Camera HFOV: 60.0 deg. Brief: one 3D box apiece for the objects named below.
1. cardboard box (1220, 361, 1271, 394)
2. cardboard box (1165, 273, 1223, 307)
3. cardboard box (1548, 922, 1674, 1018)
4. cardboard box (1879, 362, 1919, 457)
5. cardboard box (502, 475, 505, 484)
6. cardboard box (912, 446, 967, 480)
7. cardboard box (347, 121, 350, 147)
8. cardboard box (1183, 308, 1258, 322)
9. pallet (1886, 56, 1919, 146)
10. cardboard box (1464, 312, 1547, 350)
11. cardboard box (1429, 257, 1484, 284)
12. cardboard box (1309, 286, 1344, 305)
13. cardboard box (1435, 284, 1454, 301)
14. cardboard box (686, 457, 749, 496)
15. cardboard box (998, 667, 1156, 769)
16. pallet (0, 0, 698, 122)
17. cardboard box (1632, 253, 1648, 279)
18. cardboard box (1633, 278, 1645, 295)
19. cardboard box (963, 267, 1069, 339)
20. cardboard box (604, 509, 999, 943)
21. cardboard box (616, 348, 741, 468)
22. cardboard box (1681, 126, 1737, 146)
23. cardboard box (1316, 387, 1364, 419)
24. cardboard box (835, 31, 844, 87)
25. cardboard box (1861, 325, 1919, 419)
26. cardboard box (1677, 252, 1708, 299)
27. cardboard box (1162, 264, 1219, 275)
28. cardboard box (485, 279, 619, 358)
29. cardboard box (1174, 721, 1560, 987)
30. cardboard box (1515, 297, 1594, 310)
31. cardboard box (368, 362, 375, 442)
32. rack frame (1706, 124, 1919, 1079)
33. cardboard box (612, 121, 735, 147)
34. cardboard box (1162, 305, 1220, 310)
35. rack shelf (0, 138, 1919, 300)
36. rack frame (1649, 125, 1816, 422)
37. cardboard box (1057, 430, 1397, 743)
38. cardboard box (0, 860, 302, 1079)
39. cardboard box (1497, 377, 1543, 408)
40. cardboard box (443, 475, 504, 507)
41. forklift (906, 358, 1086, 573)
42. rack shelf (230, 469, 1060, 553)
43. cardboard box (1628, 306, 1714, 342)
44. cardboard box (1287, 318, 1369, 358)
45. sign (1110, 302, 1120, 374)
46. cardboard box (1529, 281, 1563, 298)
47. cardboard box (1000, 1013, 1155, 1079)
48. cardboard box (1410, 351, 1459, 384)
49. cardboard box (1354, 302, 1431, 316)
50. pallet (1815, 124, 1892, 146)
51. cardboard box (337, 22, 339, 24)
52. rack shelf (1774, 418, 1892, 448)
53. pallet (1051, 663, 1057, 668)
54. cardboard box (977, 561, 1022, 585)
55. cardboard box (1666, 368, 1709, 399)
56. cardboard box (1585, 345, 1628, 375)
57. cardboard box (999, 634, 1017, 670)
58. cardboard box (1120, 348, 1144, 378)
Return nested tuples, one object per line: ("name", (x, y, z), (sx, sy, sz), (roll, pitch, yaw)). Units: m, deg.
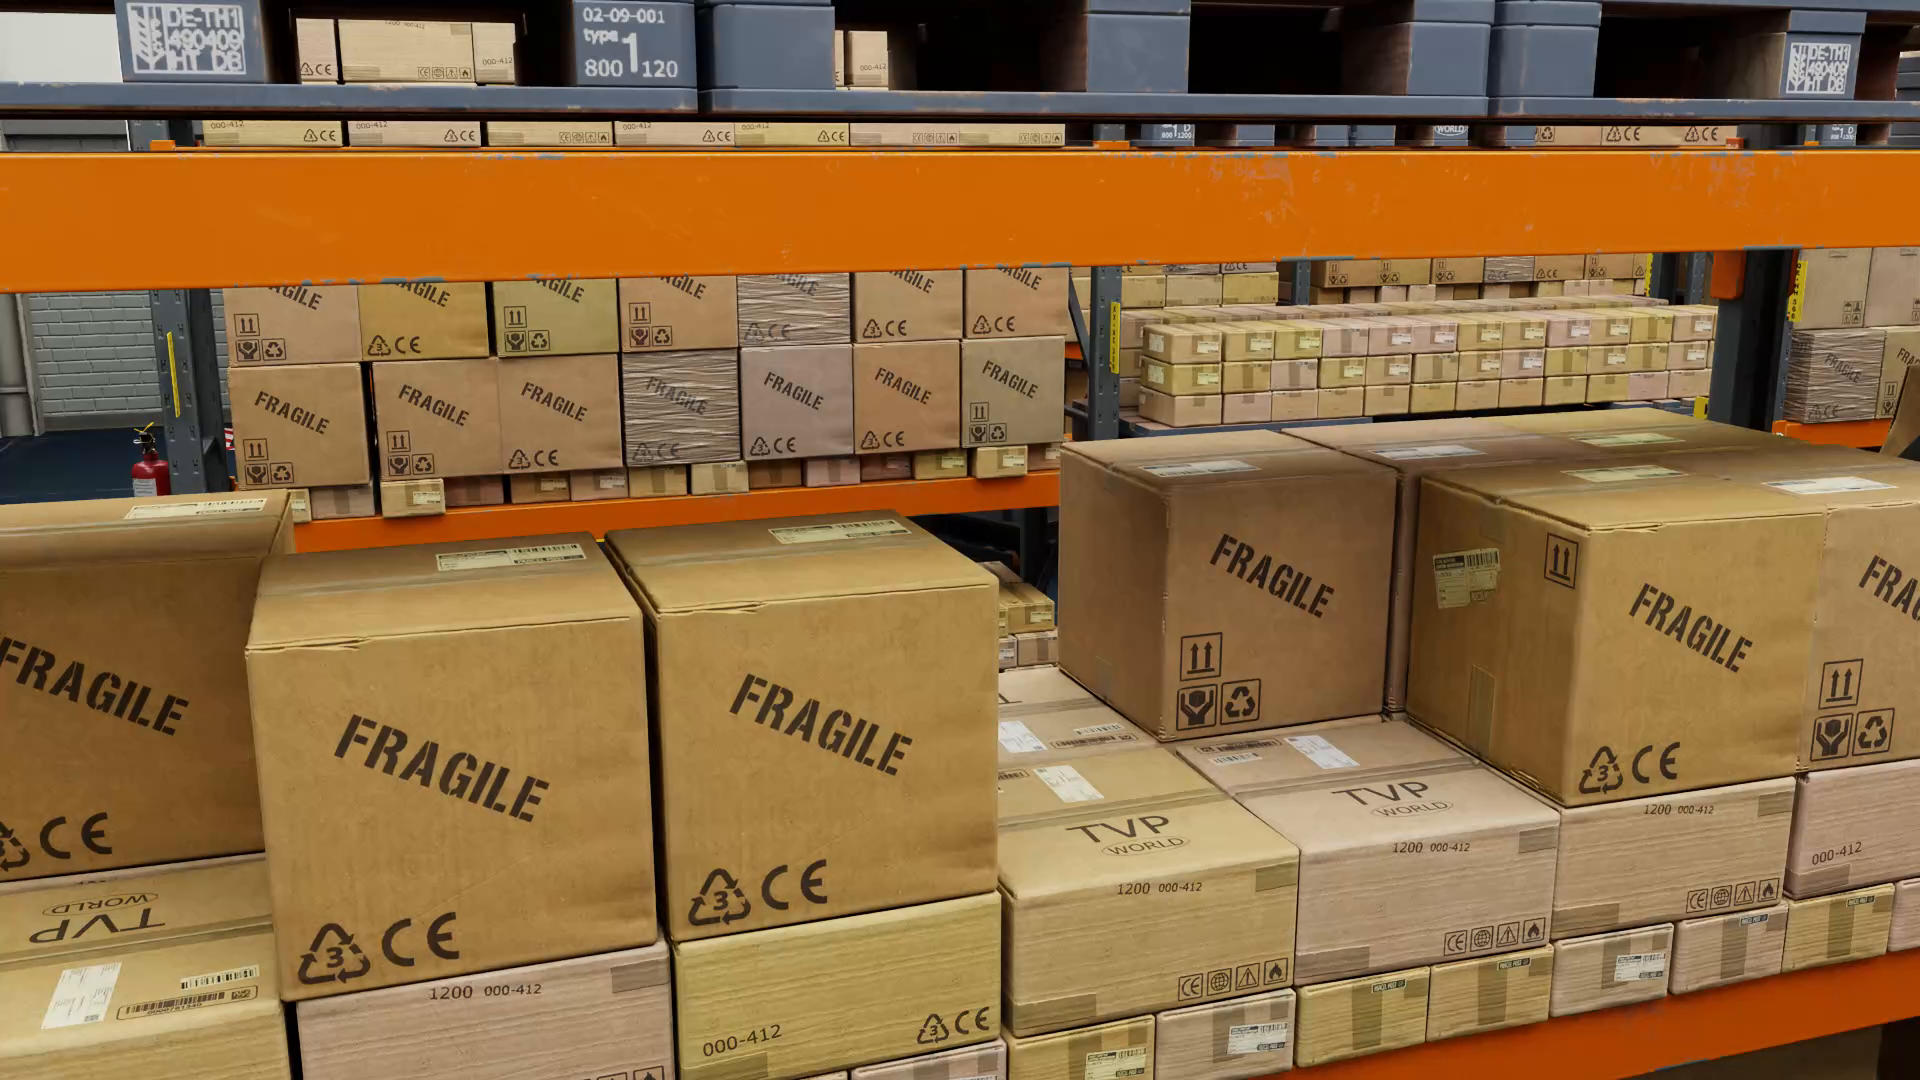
("cardboard box", (1.305, -0.815, 8.079), (0.250, 0.149, 0.380), (-5, 14, -19))
("cardboard box", (1.794, -2.054, 13.539), (0.500, 0.250, 0.500), (-5, 14, -20))
("cardboard box", (1.110, 0.729, 3.141), (0.250, 0.149, 0.380), (-4, 14, -17))
("cardboard box", (2.629, -0.131, 3.826), (0.637, 0.503, 0.797), (-5, 14, -20))
("cardboard box", (-2.058, -0.378, 7.791), (0.250, 0.149, 0.380), (-5, 14, -21))
("cardboard box", (-0.138, -0.396, 7.869), (0.250, 0.149, 0.380), (-4, 14, -16))
("cardboard box", (-2.905, -1.823, 7.166), (0.500, 0.250, 0.500), (-5, 14, -19))
("cardboard box", (1.358, -1.123, 8.731), (0.250, 0.149, 0.380), (-5, 14, -20))
("pallet", (2.879, -0.990, 3.753), (1.217, 0.209, 0.805), (-5, 14, -20))
("cardboard box", (2.786, -1.075, 8.531), (0.250, 0.149, 0.380), (-4, 14, -15))
("cardboard box", (4.150, -2.474, 14.297), (0.500, 0.500, 0.500), (-4, 14, -17))
("cardboard box", (3.024, -2.079, 14.036), (0.250, 0.149, 0.380), (-5, 14, -21))
("cardboard box", (4.047, -2.153, 14.348), (0.250, 0.149, 0.380), (-4, 14, -15))
("cardboard box", (-1.115, -0.314, 7.525), (0.250, 0.149, 0.380), (-4, 14, -17))
("cardboard box", (0.065, 0.470, 3.365), (0.500, 0.250, 0.500), (-4, 14, -18))
("pallet", (-1.065, -0.723, 2.409), (1.213, 0.211, 1.003), (-4, 14, -18))
("cardboard box", (6.083, -2.622, 14.918), (0.500, 0.500, 0.500), (-5, 14, -19))
("cardboard box", (6.048, -2.292, 14.934), (0.250, 0.149, 0.380), (-4, 14, -17))
("cardboard box", (0.181, -1.226, 7.795), (0.500, 0.500, 0.500), (-5, 14, -20))
("cardboard box", (-0.261, 0.261, 2.624), (0.500, 0.500, 0.500), (-5, 14, -20))
("cardboard box", (-1.289, -0.628, 7.443), (0.500, 0.500, 0.500), (-5, 14, -20))
("cardboard box", (3.871, -2.345, 8.823), (0.500, 0.500, 0.500), (-4, 14, -18))
("cardboard box", (1.797, -0.708, 8.273), (0.250, 0.149, 0.380), (-4, 14, -18))
("cardboard box", (-0.806, -2.105, 7.270), (0.500, 0.250, 0.500), (-4, 14, -16))
("cardboard box", (5.324, -0.996, 9.633), (0.500, 0.500, 0.500), (-5, 14, -19))
("cardboard box", (6.953, -2.474, 15.201), (0.500, 0.500, 0.500), (-4, 14, -18))
("cardboard box", (1.766, -2.414, 13.431), (0.500, 0.500, 0.500), (-4, 14, -17))
("cardboard box", (-1.765, -1.072, 7.147), (0.500, 0.500, 0.500), (-5, 14, -19))
("cardboard box", (0.718, 0.550, 3.030), (0.500, 0.250, 0.500), (-4, 14, -17))
("cardboard box", (3.343, -1.278, 9.382), (0.250, 0.149, 0.380), (-5, 14, -18))
("cardboard box", (-2.907, -0.628, 7.442), (0.500, 0.500, 0.500), (-4, 14, -17))
("rack frame", (2.026, 0.455, 3.748), (0.127, 3.000, 1.000), (-4, 14, -18))
("cardboard box", (-1.267, -1.823, 7.166), (0.500, 0.250, 0.500), (-5, 14, -18))
("cardboard box", (1.781, -1.805, 13.574), (0.500, 0.250, 0.500), (-4, 14, -17))
("rack shelf", (0.130, -0.507, 2.863), (4.000, 0.370, 1.077), (-4, 14, -18))
("rack frame", (4.331, -0.935, 9.593), (0.127, 3.000, 1.000), (-4, 14, -18))
("cardboard box", (0.530, 0.072, 3.419), (0.500, 0.500, 0.500), (-5, 14, -20))
("cardboard box", (-1.224, 0.702, 2.389), (0.500, 0.250, 0.500), (-5, 14, -20))
("cardboard box", (2.793, -0.787, 8.604), (0.250, 0.149, 0.380), (-4, 14, -16))
("cardboard box", (-2.138, -0.260, 7.297), (0.250, 0.149, 0.380), (-4, 14, -15))
("forklift", (0.460, -1.326, 11.384), (3.031, 2.935, 1.130), (12, 18, 42))
("rack shelf", (-1.356, -0.143, 7.815), (4.000, 0.370, 1.077), (-4, 14, -18))
("cardboard box", (3.774, -1.152, 8.854), (0.250, 0.149, 0.380), (-5, 14, -19))
("cardboard box", (1.803, -0.998, 8.207), (0.250, 0.149, 0.380), (-5, 14, -19))
("sign", (0.720, -0.943, 7.754), (0.005, 0.325, 0.100), (-4, 14, -18))
("cardboard box", (5.076, -2.220, 14.630), (0.250, 0.149, 0.380), (-4, 14, -18))
("cardboard box", (0.134, 0.805, 2.820), (0.250, 0.149, 0.380), (-5, 14, -19))
("cardboard box", (2.302, -0.893, 8.408), (0.250, 0.149, 0.380), (-5, 14, -19))
("cardboard box", (2.348, -1.200, 9.057), (0.250, 0.149, 0.380), (-5, 14, -19))
("pallet", (4.924, -2.362, 9.517), (1.003, 0.211, 1.213), (-4, 14, -15))
("cardboard box", (-2.772, -2.259, 7.057), (0.250, 0.149, 0.380), (-4, 14, -17))
("rack shelf", (6.226, -0.733, 10.297), (4.000, 0.370, 1.077), (-4, 14, -18))
("pallet", (-0.085, 0.774, 8.434), (1.213, 0.211, 1.003), (-4, 14, -18))
("cardboard box", (0.147, 0.233, 8.649), (0.250, 0.149, 0.380), (-4, 14, -16))
("cardboard box", (3.774, -0.862, 8.922), (0.250, 0.149, 0.380), (-4, 14, -18))
("cardboard box", (3.270, -0.967, 8.721), (0.250, 0.149, 0.380), (-4, 14, -18))
("cardboard box", (0.090, 0.513, 8.113), (0.250, 0.149, 0.380), (-5, 14, -21))
("cardboard box", (0.854, -0.940, 8.604), (0.250, 0.149, 0.380), (-4, 14, -16))
